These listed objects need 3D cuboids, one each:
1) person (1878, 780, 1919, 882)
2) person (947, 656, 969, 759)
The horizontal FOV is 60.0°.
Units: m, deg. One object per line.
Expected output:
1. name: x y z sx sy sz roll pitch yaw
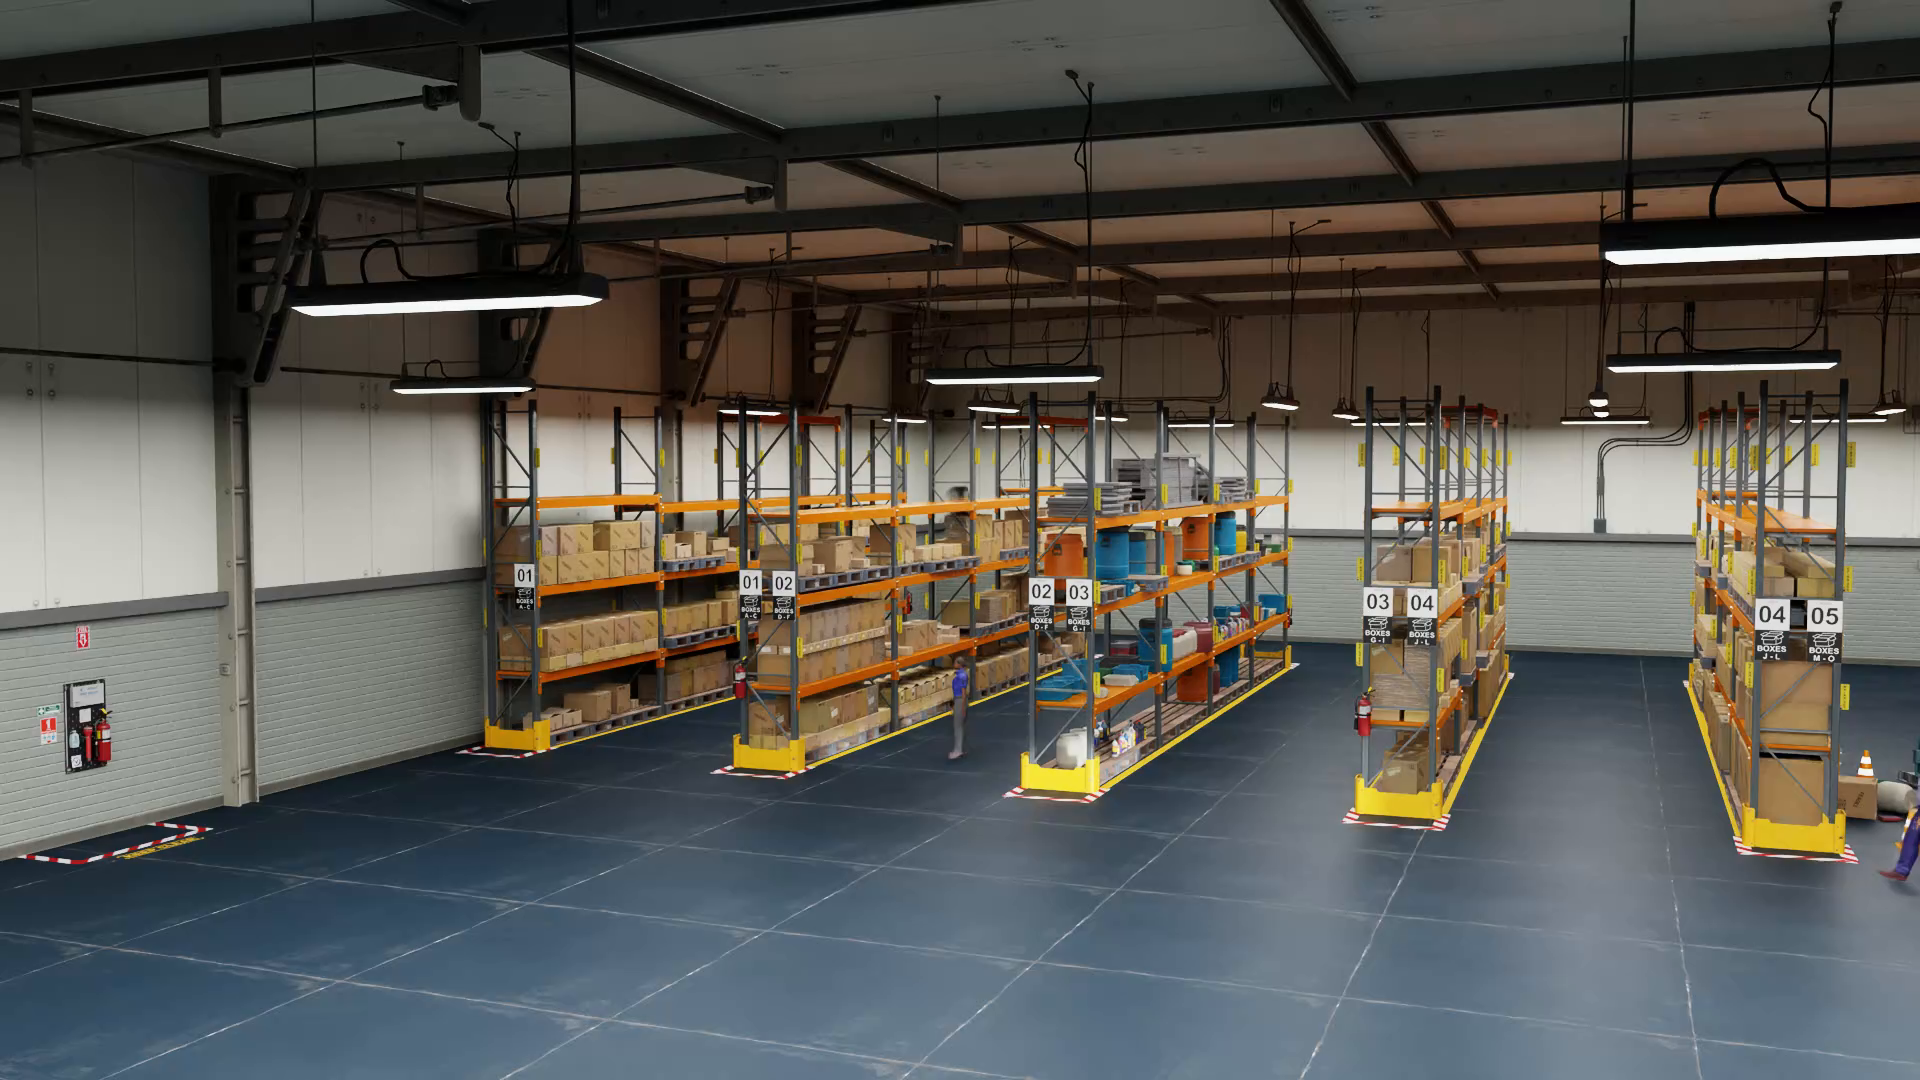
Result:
1. person: 11.374 3.234 19.452 1.005 1.603 0.489 0 3 8
2. person: -0.040 2.804 27.940 0.383 1.694 0.571 0 3 -2
